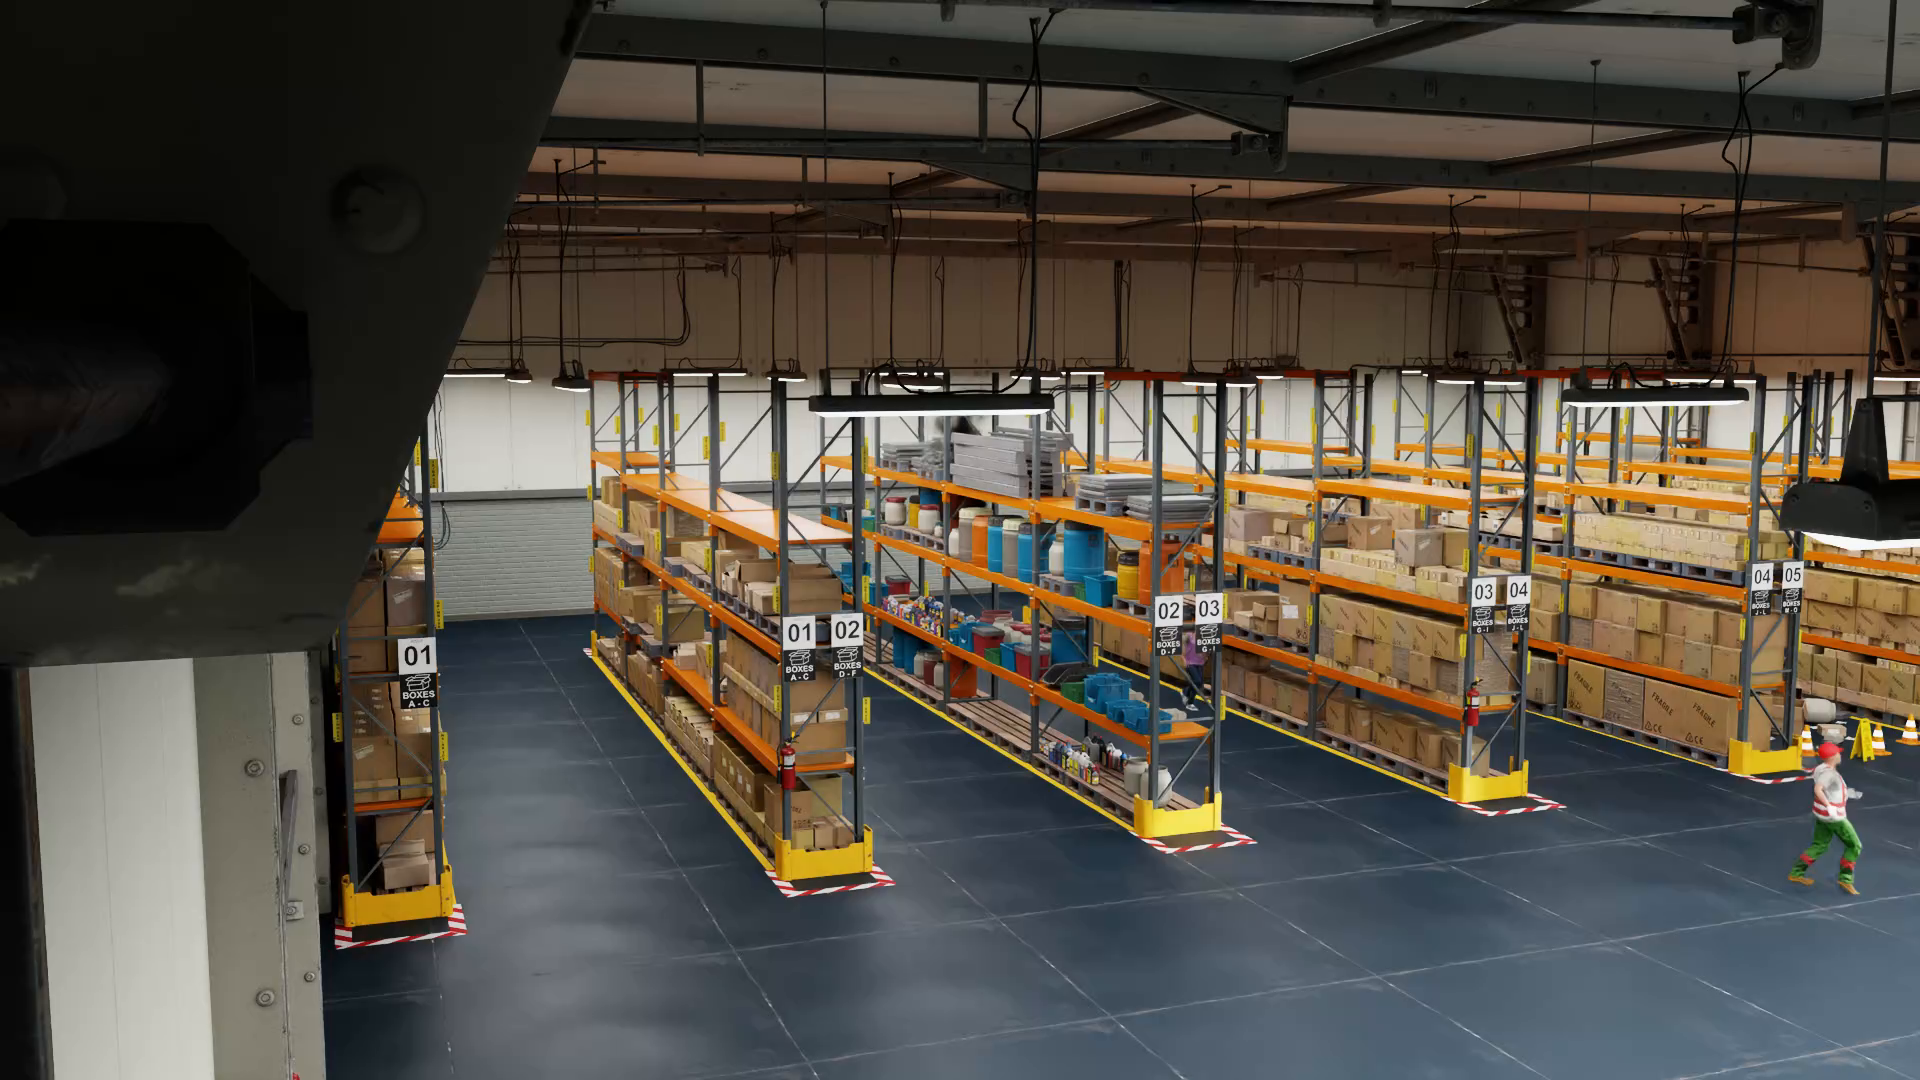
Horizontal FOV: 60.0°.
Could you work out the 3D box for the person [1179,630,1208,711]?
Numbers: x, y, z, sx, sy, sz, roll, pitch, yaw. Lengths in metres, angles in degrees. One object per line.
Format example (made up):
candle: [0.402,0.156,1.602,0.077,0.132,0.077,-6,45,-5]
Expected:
person: [3.980,2.125,28.178,0.533,1.569,0.494,-4,8,-33]

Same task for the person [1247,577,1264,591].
person: [7.381,0.871,41.421,0.527,1.693,0.747,4,7,30]

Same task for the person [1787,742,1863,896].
person: [10.214,3.285,19.551,0.779,1.821,0.669,1,6,7]
